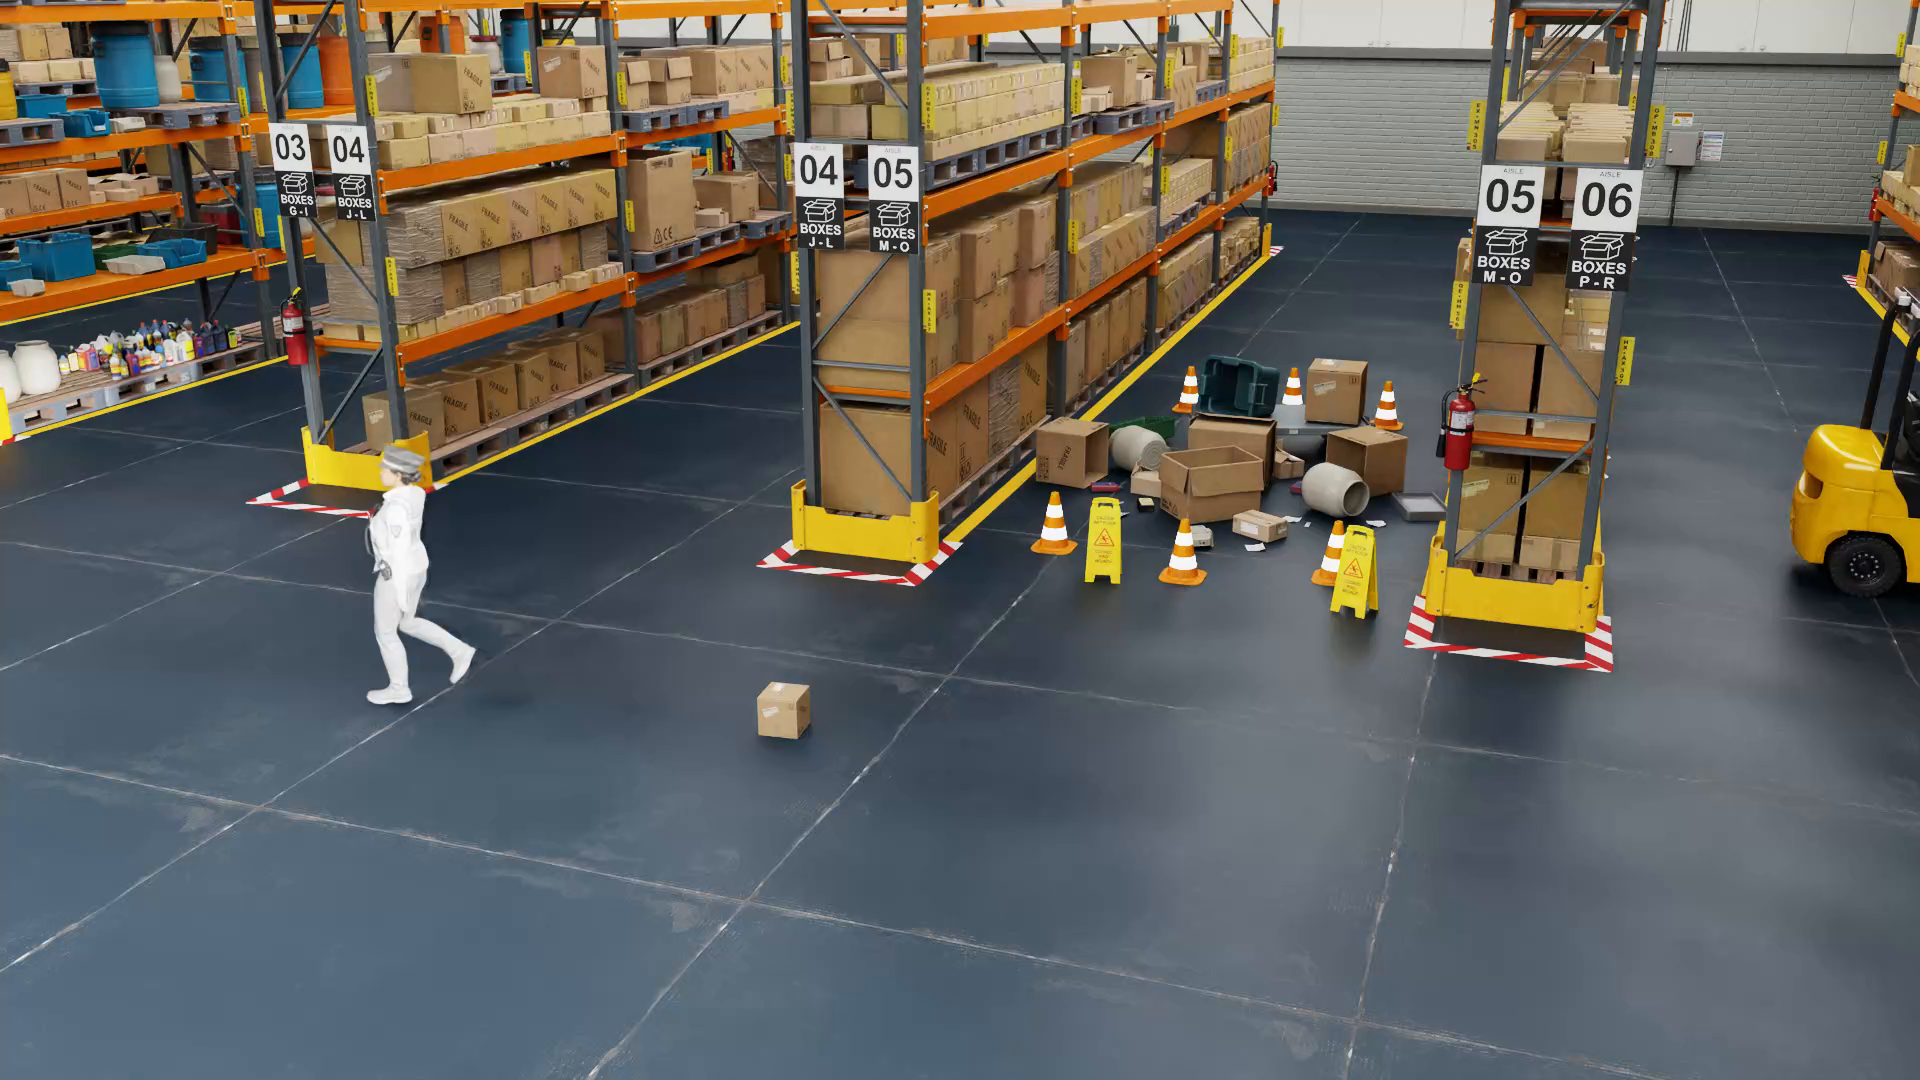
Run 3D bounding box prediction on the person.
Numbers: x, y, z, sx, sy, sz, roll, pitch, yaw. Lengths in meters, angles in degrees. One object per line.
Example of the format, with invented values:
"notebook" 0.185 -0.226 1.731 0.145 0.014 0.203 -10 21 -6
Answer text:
"person" -3.427 0.211 10.347 0.666 1.669 0.453 1 19 4
